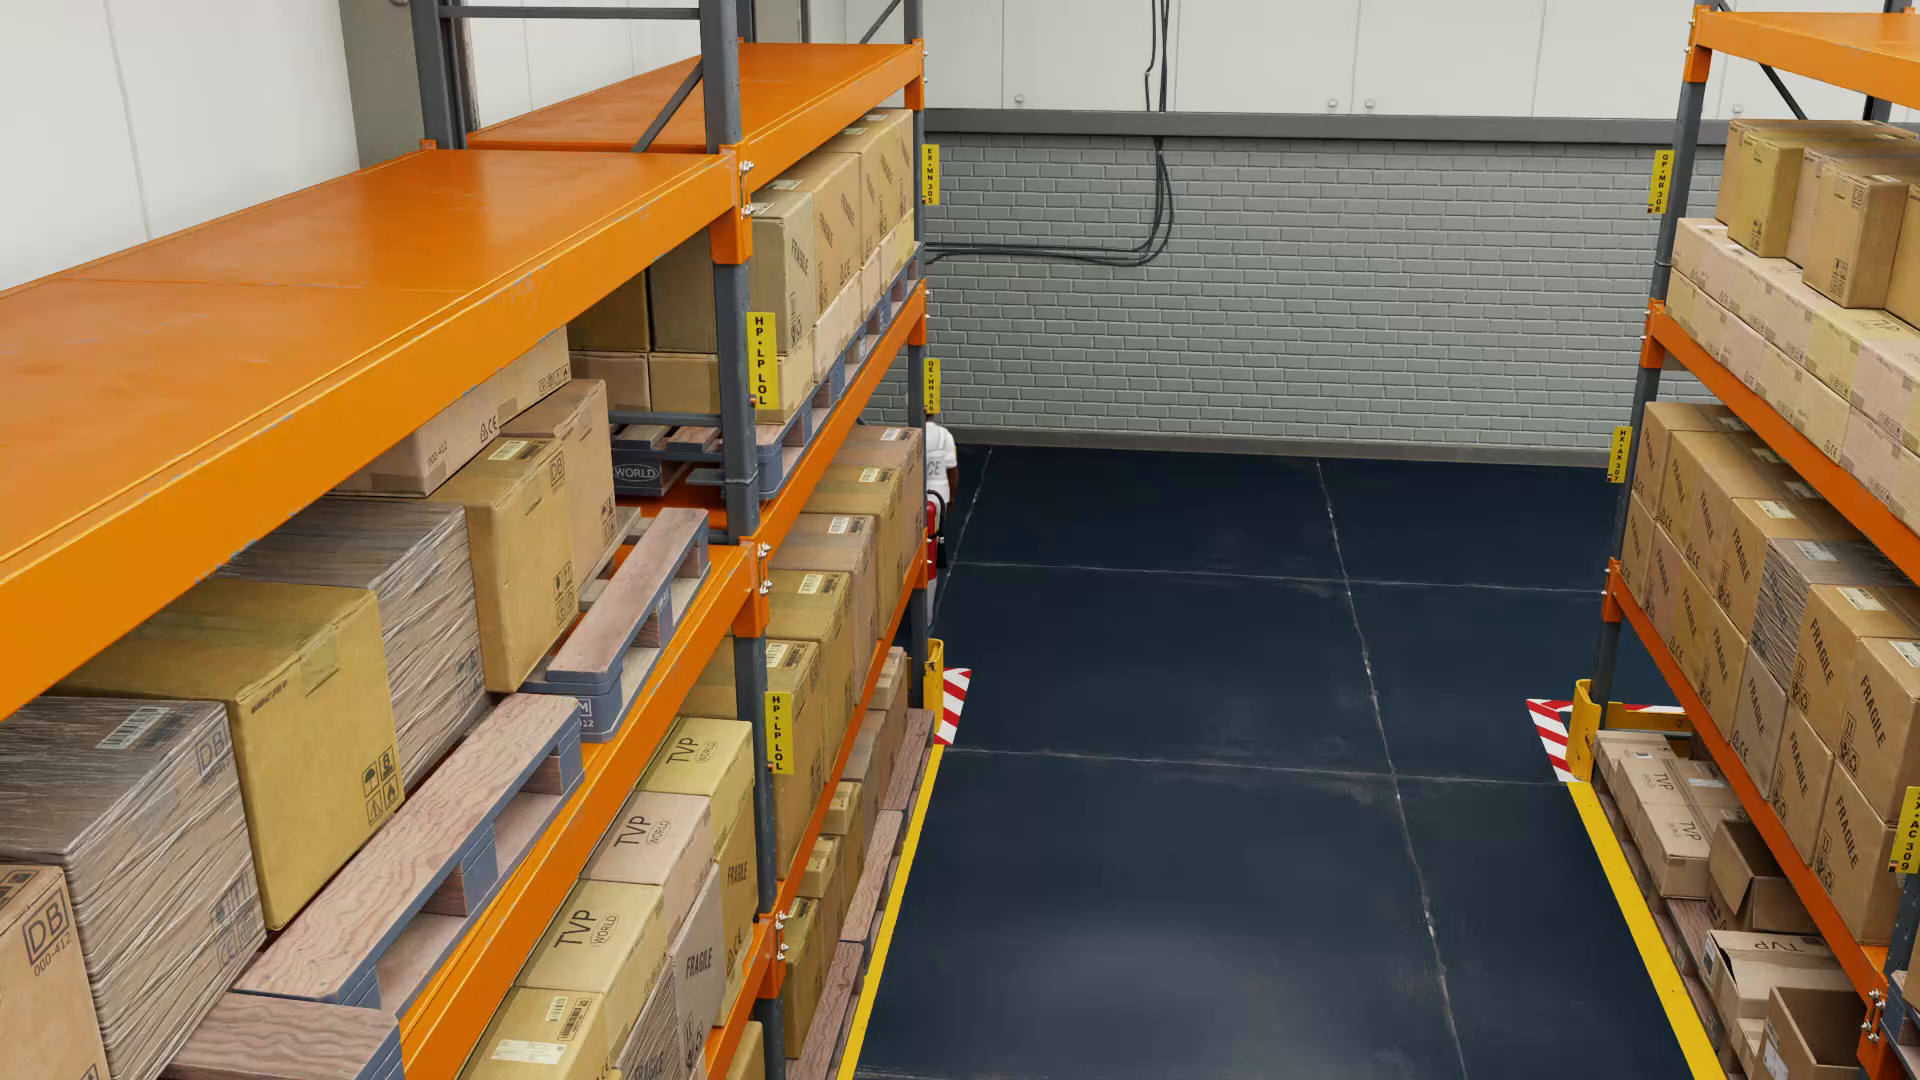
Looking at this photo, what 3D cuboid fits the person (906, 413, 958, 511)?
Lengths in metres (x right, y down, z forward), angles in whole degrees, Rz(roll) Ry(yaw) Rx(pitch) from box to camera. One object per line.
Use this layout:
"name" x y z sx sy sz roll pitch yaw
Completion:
"person" -0.259 -0.571 11.683 0.484 0.952 0.516 3 21 7
